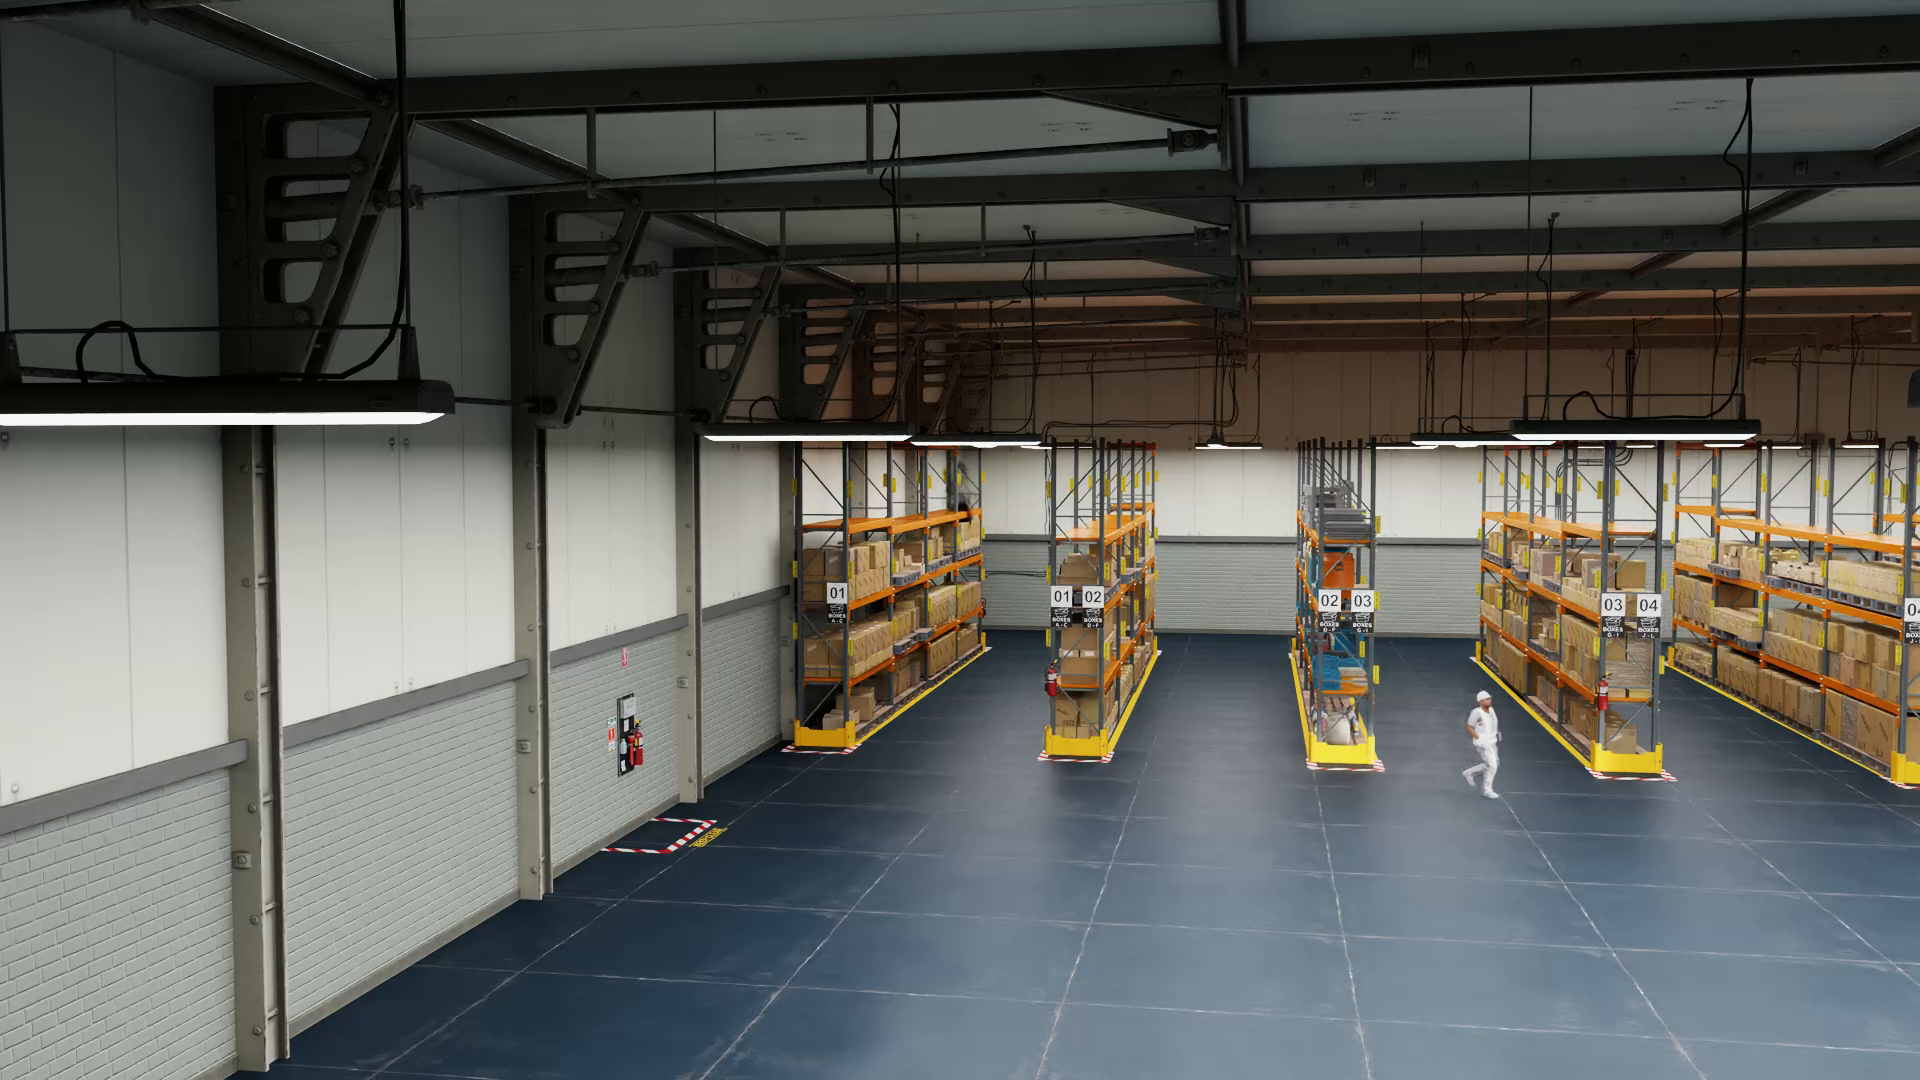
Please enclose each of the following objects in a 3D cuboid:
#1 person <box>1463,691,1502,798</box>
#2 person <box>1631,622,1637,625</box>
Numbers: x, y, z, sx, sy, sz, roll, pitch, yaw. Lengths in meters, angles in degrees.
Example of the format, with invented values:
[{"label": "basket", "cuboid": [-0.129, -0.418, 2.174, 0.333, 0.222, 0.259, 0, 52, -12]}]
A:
[{"label": "person", "cuboid": [8.693, 3.389, 27.698, 0.664, 1.758, 0.675, 3, 4, 44]}, {"label": "person", "cuboid": [17.760, 2.615, 44.210, 0.583, 1.548, 0.504, 1, 3, 20]}]
